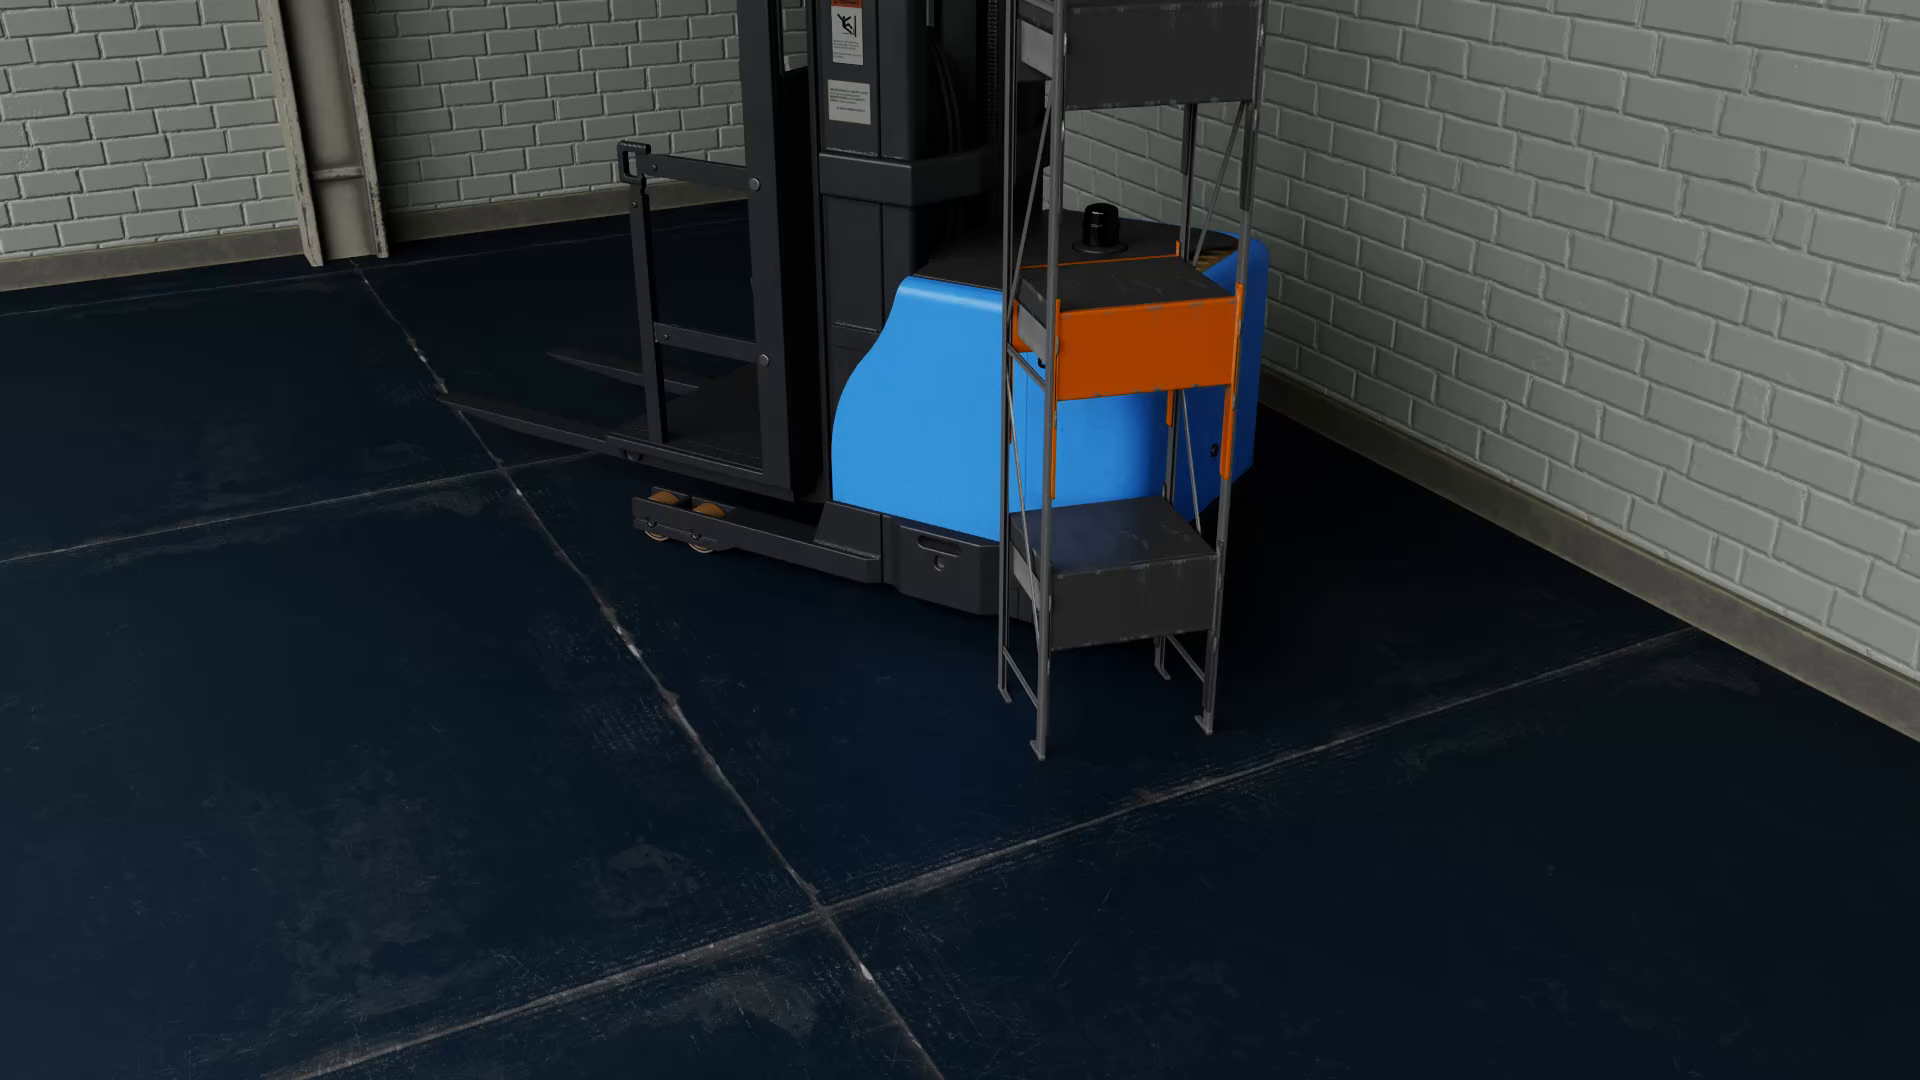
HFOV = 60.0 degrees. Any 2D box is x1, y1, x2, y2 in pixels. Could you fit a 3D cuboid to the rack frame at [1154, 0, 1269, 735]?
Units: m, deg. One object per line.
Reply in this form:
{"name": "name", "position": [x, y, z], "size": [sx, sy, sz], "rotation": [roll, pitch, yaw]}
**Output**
{"name": "rack frame", "position": [0.641, -0.488, 4.341], "size": [0.015, 2.100, 0.400], "rotation": [-7, 26, -14]}

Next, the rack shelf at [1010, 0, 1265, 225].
{"name": "rack shelf", "position": [0.406, -1.079, 3.985], "size": [0.480, 0.518, 0.431], "rotation": [-7, 26, -14]}

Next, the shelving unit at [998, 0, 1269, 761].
{"name": "shelving unit", "position": [0.406, -0.460, 4.282], "size": [0.503, 2.100, 0.431], "rotation": [-7, 26, -14]}

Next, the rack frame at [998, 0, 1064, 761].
{"name": "rack frame", "position": [0.171, -0.432, 4.224], "size": [0.015, 2.100, 0.400], "rotation": [-7, 26, -14]}

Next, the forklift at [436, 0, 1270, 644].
{"name": "forklift", "position": [-0.537, -1.458, 5.400], "size": [3.031, 2.935, 1.130], "rotation": [14, 29, 27]}

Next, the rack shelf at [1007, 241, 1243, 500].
{"name": "rack shelf", "position": [0.406, -0.448, 4.288], "size": [0.480, 0.518, 0.431], "rotation": [-7, 26, -14]}

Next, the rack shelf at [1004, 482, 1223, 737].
{"name": "rack shelf", "position": [0.406, 0.183, 4.591], "size": [0.480, 0.518, 0.431], "rotation": [-7, 26, -14]}

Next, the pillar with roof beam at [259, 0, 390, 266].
{"name": "pillar with roof beam", "position": [-1.276, -3.949, 3.579], "size": [0.400, 9.000, 9.100], "rotation": [-13, 29, -25]}
